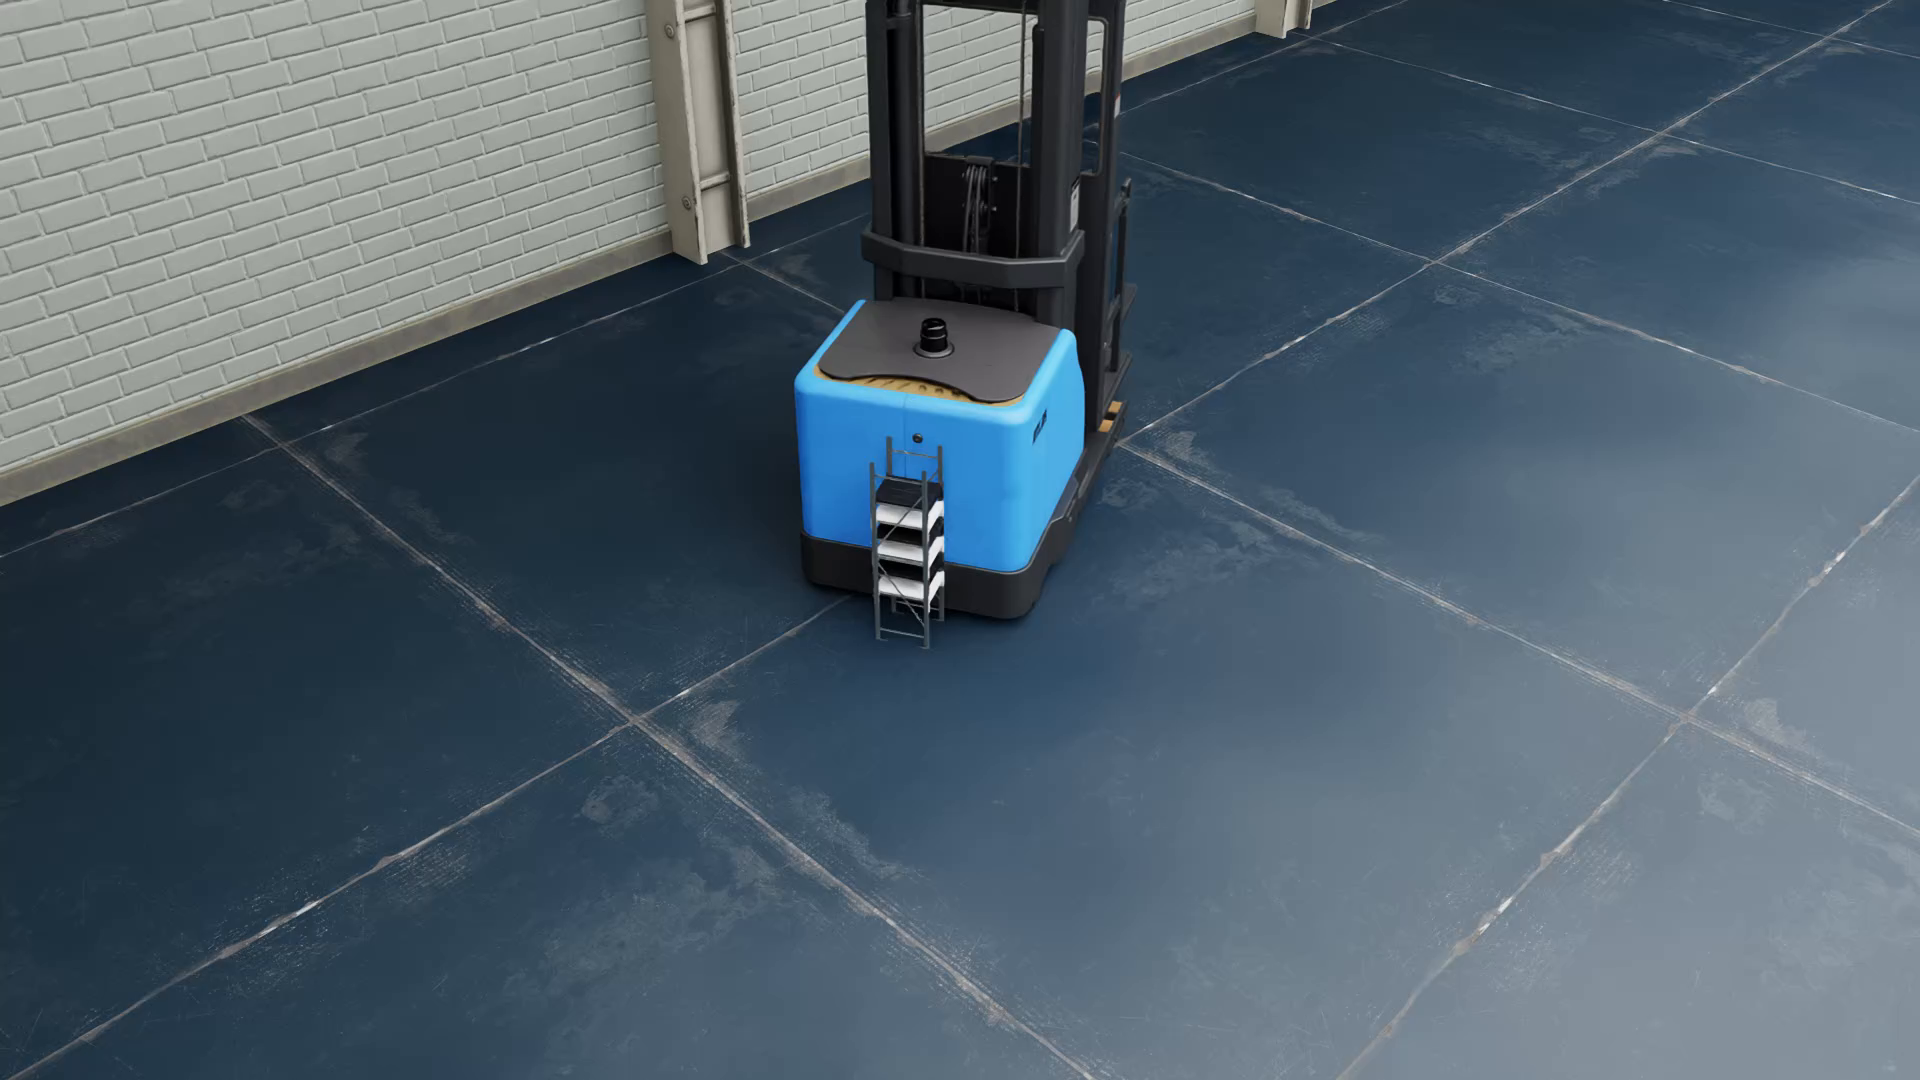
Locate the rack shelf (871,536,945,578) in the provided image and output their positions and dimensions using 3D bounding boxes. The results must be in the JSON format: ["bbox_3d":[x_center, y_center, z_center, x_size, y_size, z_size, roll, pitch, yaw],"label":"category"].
[{"bbox_3d":[-0.215,0.050,6.950,0.258,0.077,0.200,10,36,14],"label":"rack shelf"}]

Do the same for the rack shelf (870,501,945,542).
[{"bbox_3d":[-0.215,-0.098,6.847,0.258,0.077,0.200,10,36,14],"label":"rack shelf"}]

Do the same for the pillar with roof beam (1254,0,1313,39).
[{"bbox_3d":[5.729,-6.214,8.794,9.100,9.000,0.400,30,45,35],"label":"pillar with roof beam"}]

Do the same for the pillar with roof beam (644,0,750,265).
[{"bbox_3d":[1.502,-3.778,5.301,9.100,9.000,0.400,30,45,35],"label":"pillar with roof beam"}]

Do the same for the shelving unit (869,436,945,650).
[{"bbox_3d":[-0.215,0.023,6.931,0.258,0.900,0.210,10,36,14],"label":"shelving unit"}]

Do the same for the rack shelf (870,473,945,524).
[{"bbox_3d":[-0.215,-0.171,6.795,0.258,0.077,0.200,10,36,14],"label":"rack shelf"}]

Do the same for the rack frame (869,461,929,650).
[{"bbox_3d":[-0.246,0.078,6.851,0.240,0.900,0.006,10,36,14],"label":"rack frame"}]

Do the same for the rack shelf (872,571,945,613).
[{"bbox_3d":[-0.215,0.198,7.053,0.258,0.077,0.200,10,36,14],"label":"rack shelf"}]

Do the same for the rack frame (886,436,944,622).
[{"bbox_3d":[-0.185,-0.033,7.010,0.240,0.900,0.006,10,36,14],"label":"rack frame"}]

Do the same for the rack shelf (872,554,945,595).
[{"bbox_3d":[-0.215,0.124,7.001,0.258,0.077,0.200,10,36,14],"label":"rack shelf"}]

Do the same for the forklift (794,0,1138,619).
[{"bbox_3d":[0.228,-1.704,7.631,1.130,2.935,3.031,10,36,14],"label":"forklift"}]

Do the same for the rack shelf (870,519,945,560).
[{"bbox_3d":[-0.215,-0.024,6.898,0.258,0.077,0.200,10,36,14],"label":"rack shelf"}]
